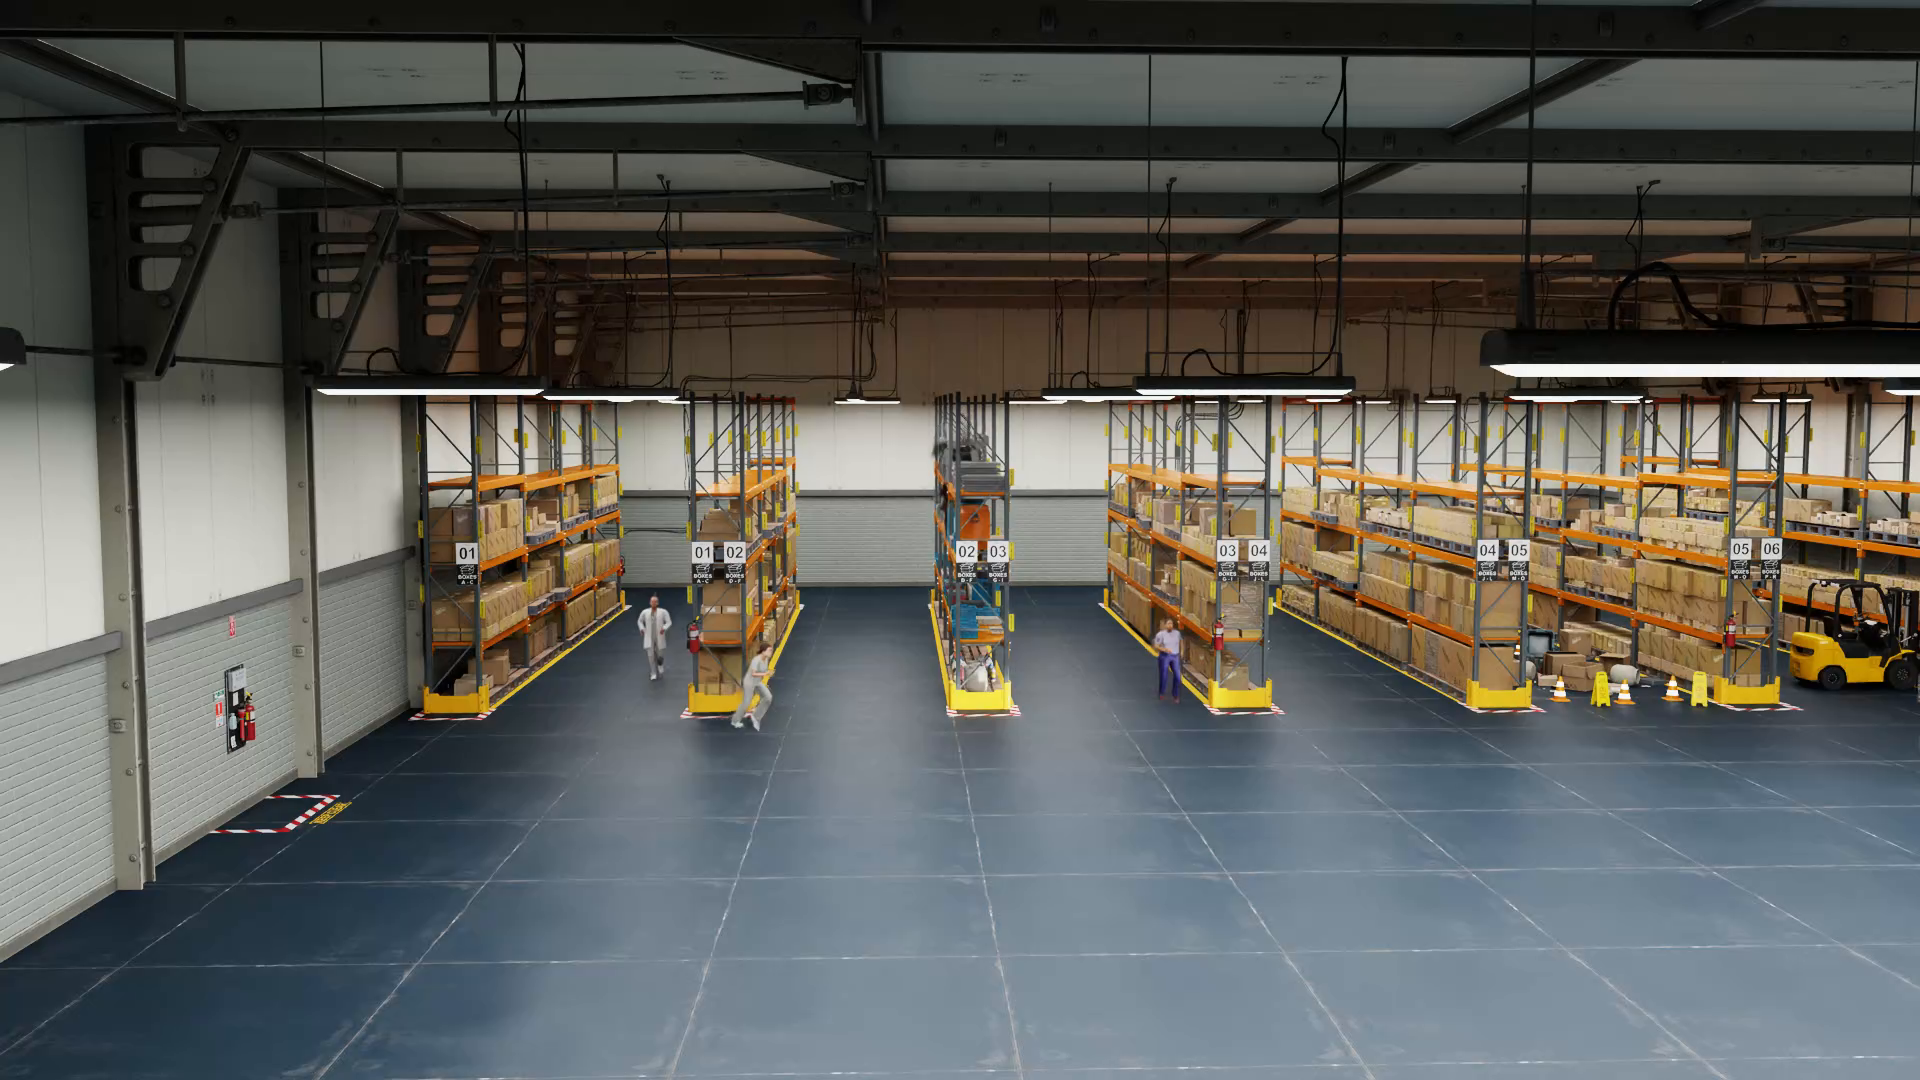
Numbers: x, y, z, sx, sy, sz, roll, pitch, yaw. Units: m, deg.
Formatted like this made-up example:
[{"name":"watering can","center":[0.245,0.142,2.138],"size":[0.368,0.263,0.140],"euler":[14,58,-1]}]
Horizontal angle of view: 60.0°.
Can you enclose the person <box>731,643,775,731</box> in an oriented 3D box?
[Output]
[{"name":"person","center":[-3.641,2.587,29.472],"size":[0.924,1.564,0.597],"euler":[2,5,26]}]

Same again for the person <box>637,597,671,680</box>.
[{"name":"person","center":[-6.437,2.055,34.989],"size":[0.713,1.730,0.753],"euler":[-1,5,-7]}]

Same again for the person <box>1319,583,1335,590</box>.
[{"name":"person","center":[10.665,1.006,48.549],"size":[0.674,1.640,0.896],"euler":[-4,6,-38]}]

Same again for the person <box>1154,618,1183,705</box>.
[{"name":"person","center":[4.040,2.350,32.024],"size":[0.629,1.703,0.703],"euler":[-1,5,-9]}]
